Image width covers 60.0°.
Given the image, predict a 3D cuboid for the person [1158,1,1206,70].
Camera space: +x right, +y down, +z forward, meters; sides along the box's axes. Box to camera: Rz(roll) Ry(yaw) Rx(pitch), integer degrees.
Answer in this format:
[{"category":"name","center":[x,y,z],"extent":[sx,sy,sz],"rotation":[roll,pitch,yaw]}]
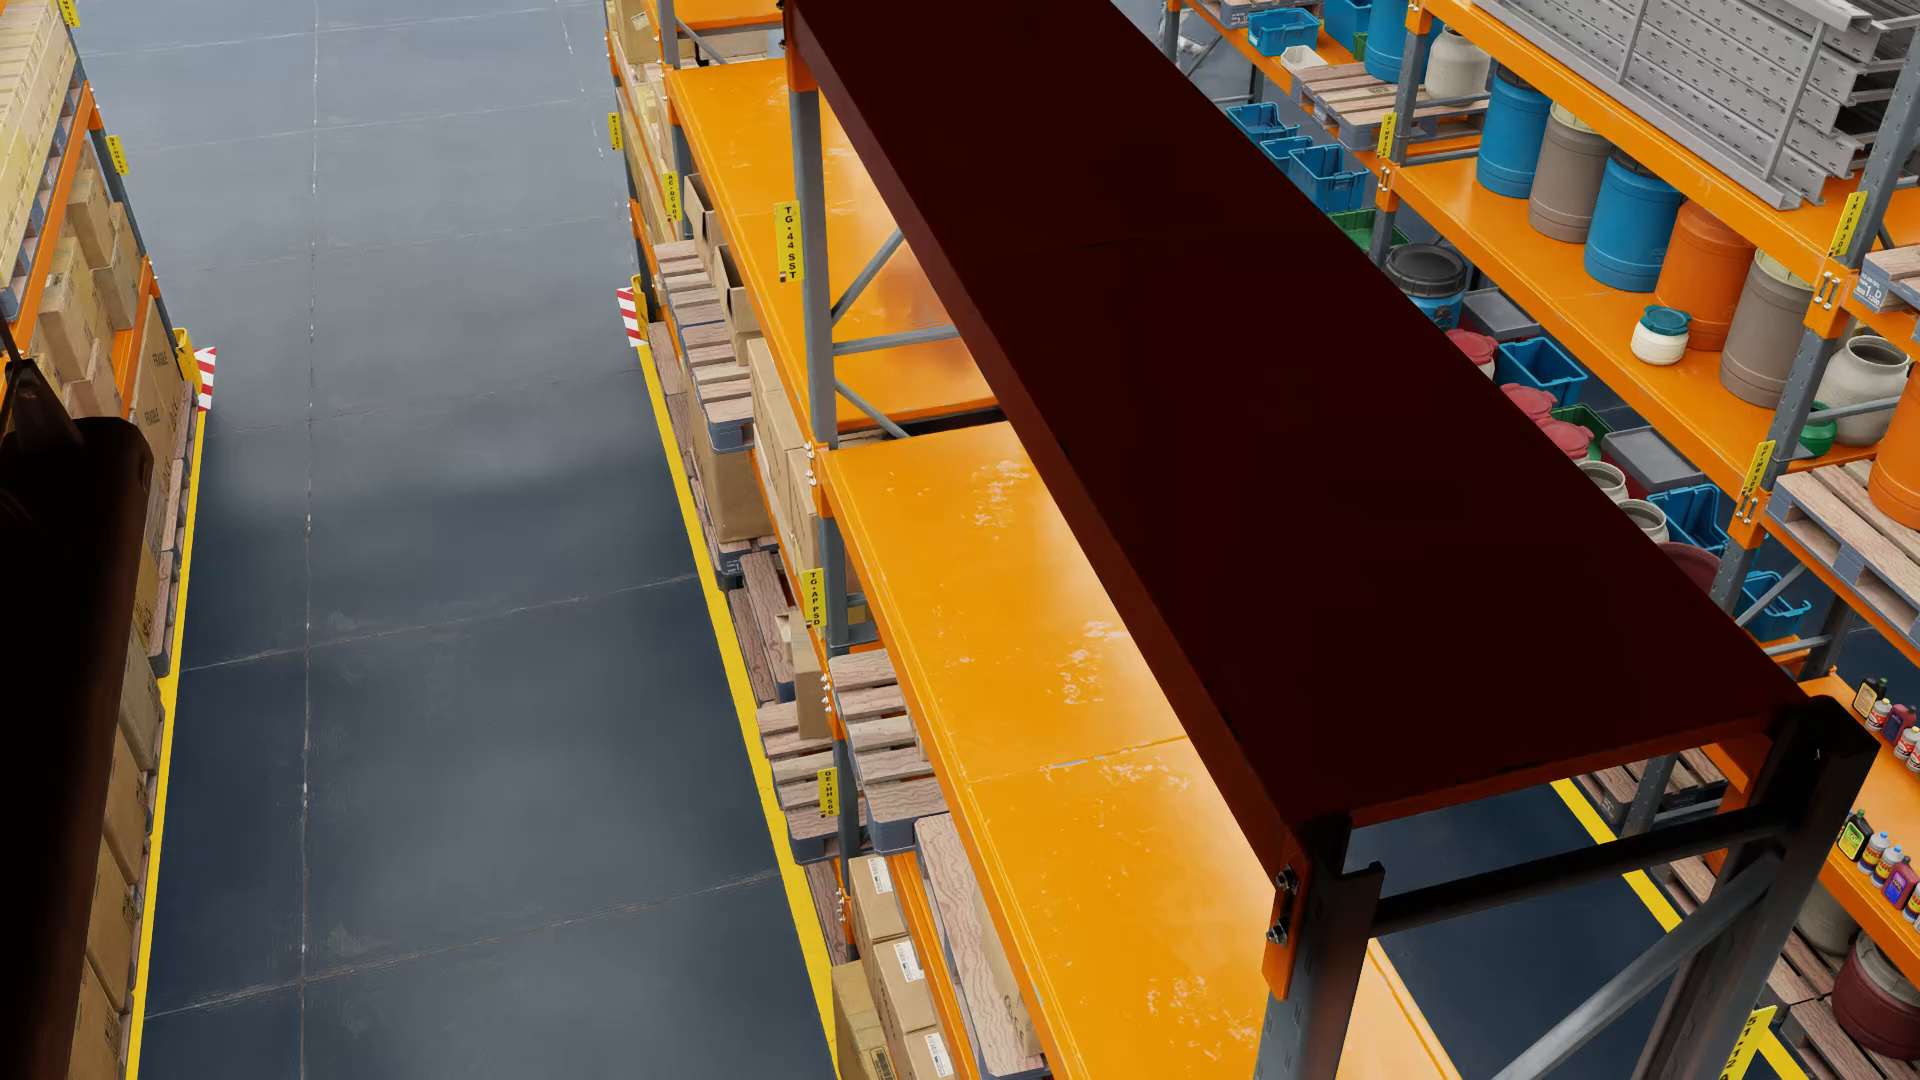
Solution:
[{"category":"person","center":[2.610,-6.189,19.248],"extent":[0.608,1.745,0.656],"rotation":[8,39,10]}]
